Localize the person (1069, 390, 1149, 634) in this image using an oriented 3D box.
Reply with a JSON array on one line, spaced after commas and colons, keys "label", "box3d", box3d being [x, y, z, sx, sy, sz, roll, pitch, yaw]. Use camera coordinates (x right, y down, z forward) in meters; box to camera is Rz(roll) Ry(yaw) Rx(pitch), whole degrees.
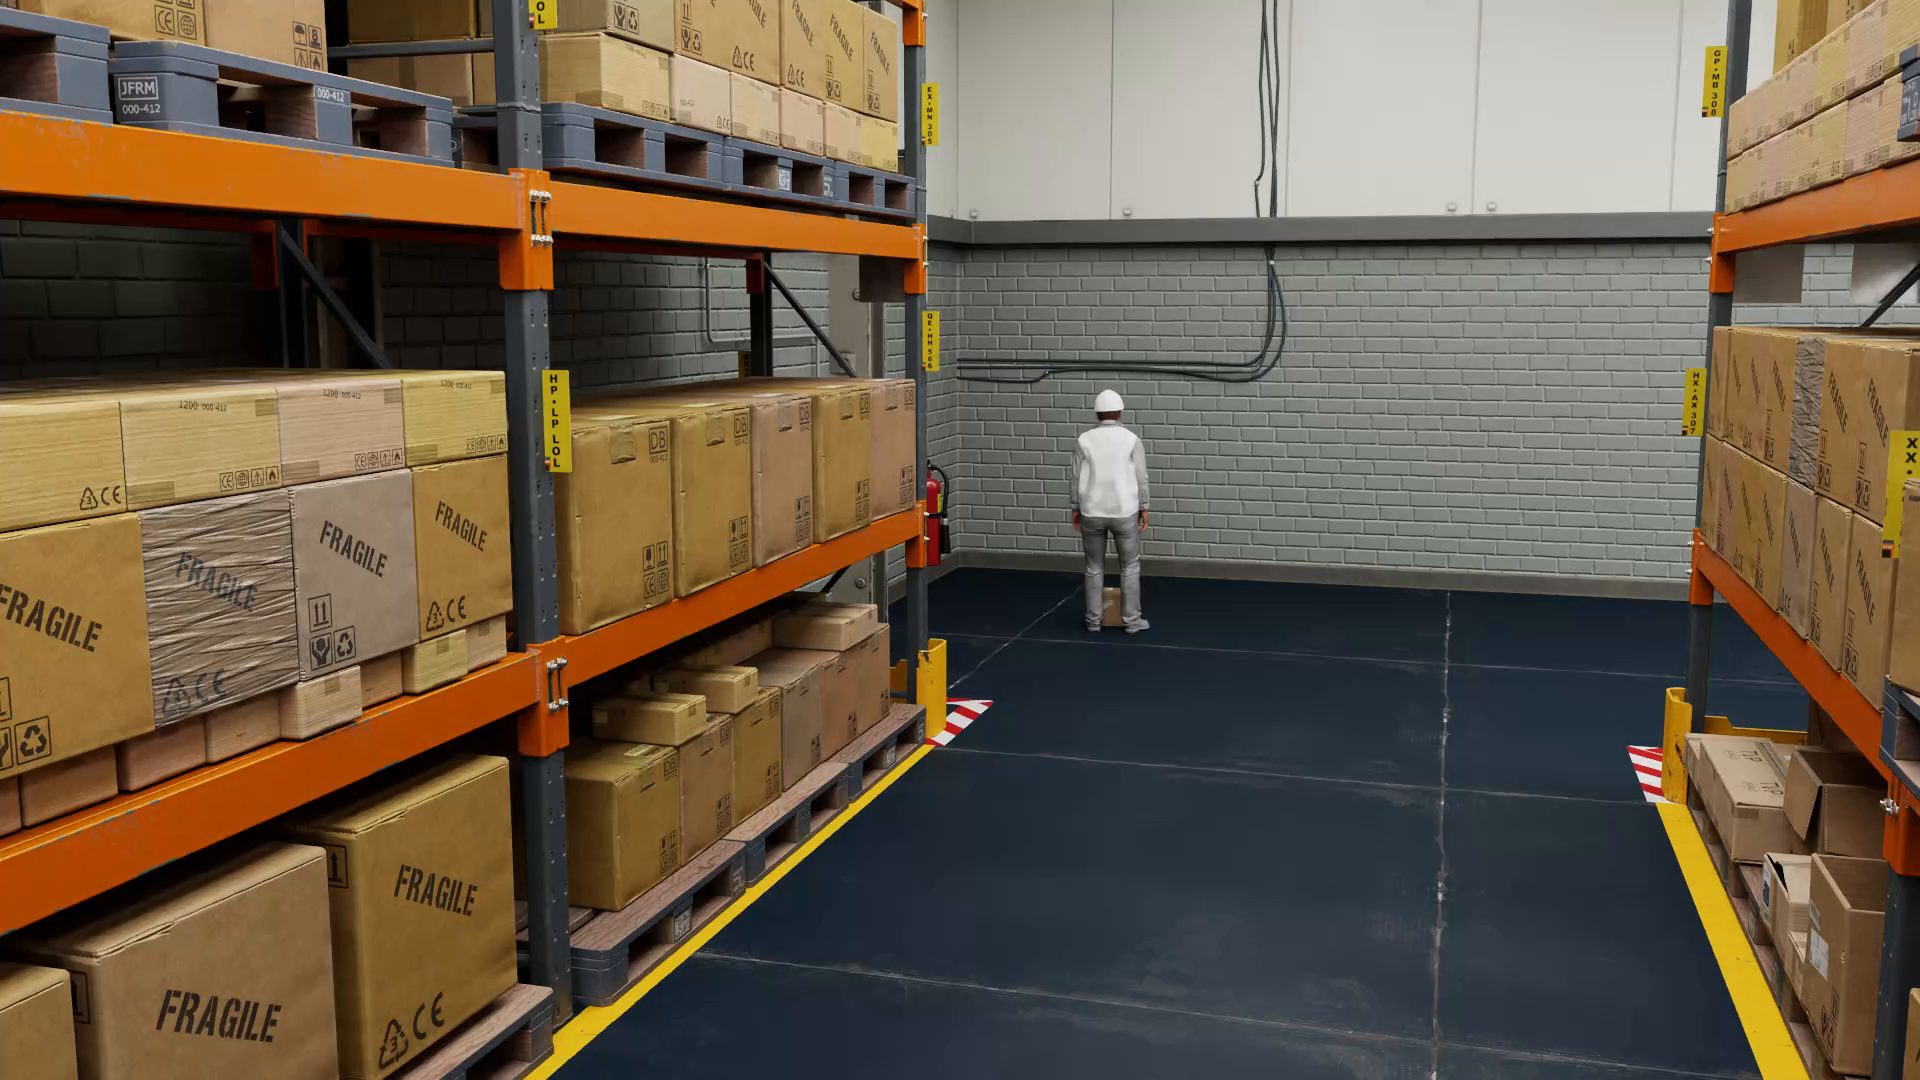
[{"label": "person", "box3d": [1.097, -0.211, 12.193, 0.593, 1.771, 0.464, 2, 8, 13]}]
